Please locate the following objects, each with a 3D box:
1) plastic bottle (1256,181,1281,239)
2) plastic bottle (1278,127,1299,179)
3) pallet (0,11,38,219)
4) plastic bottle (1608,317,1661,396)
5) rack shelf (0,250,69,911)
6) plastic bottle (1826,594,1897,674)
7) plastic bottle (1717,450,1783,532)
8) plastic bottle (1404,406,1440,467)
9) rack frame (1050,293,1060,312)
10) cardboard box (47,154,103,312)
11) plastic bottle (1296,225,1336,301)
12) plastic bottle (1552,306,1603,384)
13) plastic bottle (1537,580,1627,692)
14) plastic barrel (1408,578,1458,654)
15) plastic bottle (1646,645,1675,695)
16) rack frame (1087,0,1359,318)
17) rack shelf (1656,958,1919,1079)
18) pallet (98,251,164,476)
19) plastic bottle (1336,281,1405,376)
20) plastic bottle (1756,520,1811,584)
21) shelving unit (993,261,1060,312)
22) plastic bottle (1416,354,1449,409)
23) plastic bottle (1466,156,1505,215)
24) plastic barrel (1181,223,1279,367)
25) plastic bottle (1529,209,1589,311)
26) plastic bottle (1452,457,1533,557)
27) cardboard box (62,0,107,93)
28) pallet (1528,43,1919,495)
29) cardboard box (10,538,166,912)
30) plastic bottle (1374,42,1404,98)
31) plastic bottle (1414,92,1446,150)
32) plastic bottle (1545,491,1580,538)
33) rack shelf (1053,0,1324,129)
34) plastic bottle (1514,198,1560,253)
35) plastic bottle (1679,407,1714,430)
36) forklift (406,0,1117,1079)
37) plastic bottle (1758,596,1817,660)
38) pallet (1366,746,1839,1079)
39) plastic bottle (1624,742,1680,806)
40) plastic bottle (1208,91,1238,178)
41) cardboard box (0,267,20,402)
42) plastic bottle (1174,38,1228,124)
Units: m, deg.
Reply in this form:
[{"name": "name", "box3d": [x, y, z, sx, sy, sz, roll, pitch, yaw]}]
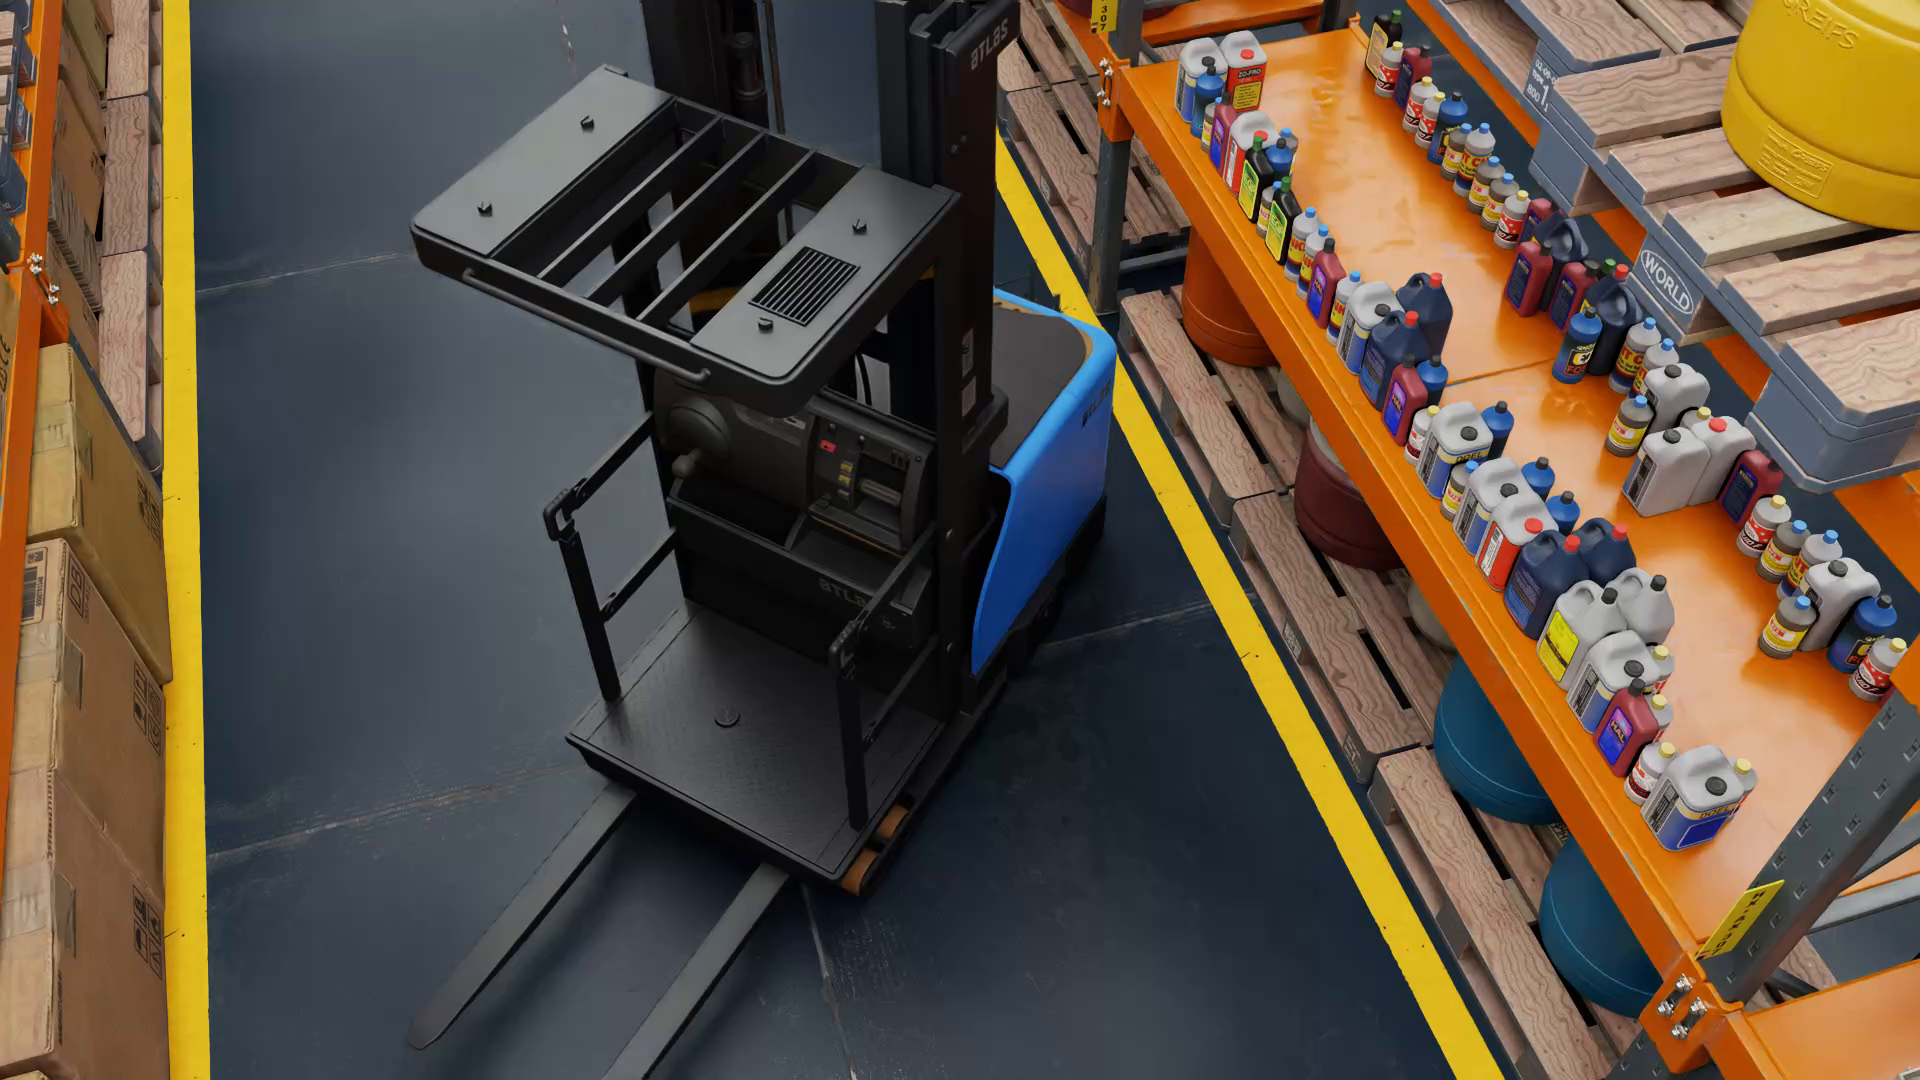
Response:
[{"name": "plastic bottle", "box3d": [1.069, -1.130, 5.660, 0.097, 0.201, 0.097, 0, 50, 0]}, {"name": "plastic bottle", "box3d": [1.135, -1.360, 5.854, 0.097, 0.201, 0.097, 0, 50, 0]}, {"name": "pallet", "box3d": [-3.978, -1.424, 5.903, 1.213, 0.211, 1.003, -13, 51, -11]}, {"name": "plastic bottle", "box3d": [2.096, -0.578, 5.149, 0.097, 0.271, 0.097, 0, 50, 0]}, {"name": "rack shelf", "box3d": [-3.074, 0.703, 4.455, 1.077, 0.370, 4.000, -13, 51, -11]}, {"name": "plastic bottle", "box3d": [2.428, 0.241, 4.459, 0.097, 0.271, 0.097, 0, 50, 0]}, {"name": "plastic bottle", "box3d": [2.285, -0.163, 4.791, 0.061, 0.283, 0.133, -13, 51, -11]}, {"name": "plastic bottle", "box3d": [1.397, -0.320, 4.977, 0.097, 0.201, 0.097, 0, 50, 0]}, {"name": "rack frame", "box3d": [0.260, -0.578, 6.438, 0.240, 0.900, 0.006, -20, 53, -16]}, {"name": "cardboard box", "box3d": [-4.059, -1.212, 6.947, 0.700, 0.500, 0.500, -17, 52, -14]}, {"name": "plastic bottle", "box3d": [1.166, -0.913, 5.431, 0.097, 0.271, 0.097, 0, 50, 0]}, {"name": "plastic bottle", "box3d": [1.930, -0.616, 5.182, 0.097, 0.271, 0.097, 0, 50, 0]}, {"name": "plastic bottle", "box3d": [1.664, 0.231, 4.415, 0.144, 0.351, 0.185, -13, 51, -11]}, {"name": "plastic barrel", "box3d": [1.813, 0.128, 5.822, 0.421, 0.512, 0.421, 0, 50, 0]}, {"name": "plastic bottle", "box3d": [1.829, 0.353, 4.410, 0.097, 0.201, 0.097, 0, 50, 0]}, {"name": "rack frame", "box3d": [1.066, -2.109, 6.356, 1.000, 3.000, 0.127, -13, 51, -11]}, {"name": "rack shelf", "box3d": [2.840, 2.505, 2.936, 1.077, 0.370, 4.000, -13, 51, -11]}, {"name": "pallet", "box3d": [-3.895, -0.661, 6.959, 1.003, 0.211, 1.213, -13, 51, -11]}, {"name": "plastic bottle", "box3d": [1.295, -0.667, 5.221, 0.152, 0.276, 0.135, -13, 51, -11]}, {"name": "plastic bottle", "box3d": [2.330, 0.023, 4.688, 0.097, 0.201, 0.097, 0, 50, 0]}, {"name": "shelving unit", "box3d": [0.217, -0.648, 6.498, 0.258, 0.900, 0.210, -20, 53, -16]}, {"name": "plastic bottle", "box3d": [1.416, -0.453, 5.044, 0.097, 0.271, 0.097, 0, 50, 0]}, {"name": "plastic bottle", "box3d": [1.822, -1.234, 5.748, 0.097, 0.201, 0.097, 0, 50, 0]}, {"name": "plastic barrel", "box3d": [1.227, -1.191, 6.727, 0.600, 0.830, 0.708, -13, 51, -11]}, {"name": "plastic bottle", "box3d": [1.938, -0.934, 5.397, 0.144, 0.351, 0.185, -13, 51, -11]}, {"name": "plastic bottle", "box3d": [1.526, -0.096, 4.740, 0.152, 0.276, 0.135, -13, 51, -11]}, {"name": "cardboard box", "box3d": [-4.565, -2.441, 7.983, 0.700, 0.500, 0.500, -14, 51, -11]}, {"name": "pallet", "box3d": [1.923, -0.644, 3.282, 1.213, 0.211, 1.003, -13, 51, -11]}, {"name": "cardboard box", "box3d": [-3.225, 0.722, 5.084, 1.225, 0.875, 0.875, -13, 51, -11]}, {"name": "plastic bottle", "box3d": [1.609, -1.758, 6.189, 0.097, 0.201, 0.097, 0, 50, 0]}, {"name": "plastic bottle", "box3d": [1.706, -1.518, 5.987, 0.097, 0.201, 0.097, 0, 50, 0]}, {"name": "plastic bottle", "box3d": [1.680, -0.038, 4.694, 0.097, 0.271, 0.097, 0, 50, 0]}, {"name": "rack shelf", "box3d": [0.474, -3.338, 7.862, 1.077, 0.370, 4.000, -13, 51, -11]}, {"name": "plastic bottle", "box3d": [1.931, -1.038, 5.529, 0.061, 0.283, 0.133, -13, 51, -11]}, {"name": "plastic bottle", "box3d": [2.194, -0.315, 4.973, 0.097, 0.201, 0.097, 0, 50, 0]}, {"name": "forklift", "box3d": [-0.616, -0.173, 4.768, 1.130, 2.935, 3.031, 24, 54, 19]}, {"name": "plastic bottle", "box3d": [2.254, 0.227, 4.517, 0.097, 0.201, 0.097, 0, 50, 0]}, {"name": "pallet", "box3d": [2.060, 1.138, 5.442, 1.003, 0.211, 1.213, -13, 51, -11]}, {"name": "plastic bottle", "box3d": [1.763, 0.583, 4.216, 0.097, 0.201, 0.097, 0, 50, 0]}, {"name": "plastic bottle", "box3d": [0.938, -1.432, 5.861, 0.061, 0.283, 0.133, -13, 51, -11]}, {"name": "cardboard box", "box3d": [-3.283, -0.717, 5.117, 0.500, 0.500, 0.500, -12, 51, -10]}, {"name": "plastic bottle", "box3d": [0.885, -1.680, 6.075, 0.152, 0.276, 0.135, -13, 51, -11]}]
